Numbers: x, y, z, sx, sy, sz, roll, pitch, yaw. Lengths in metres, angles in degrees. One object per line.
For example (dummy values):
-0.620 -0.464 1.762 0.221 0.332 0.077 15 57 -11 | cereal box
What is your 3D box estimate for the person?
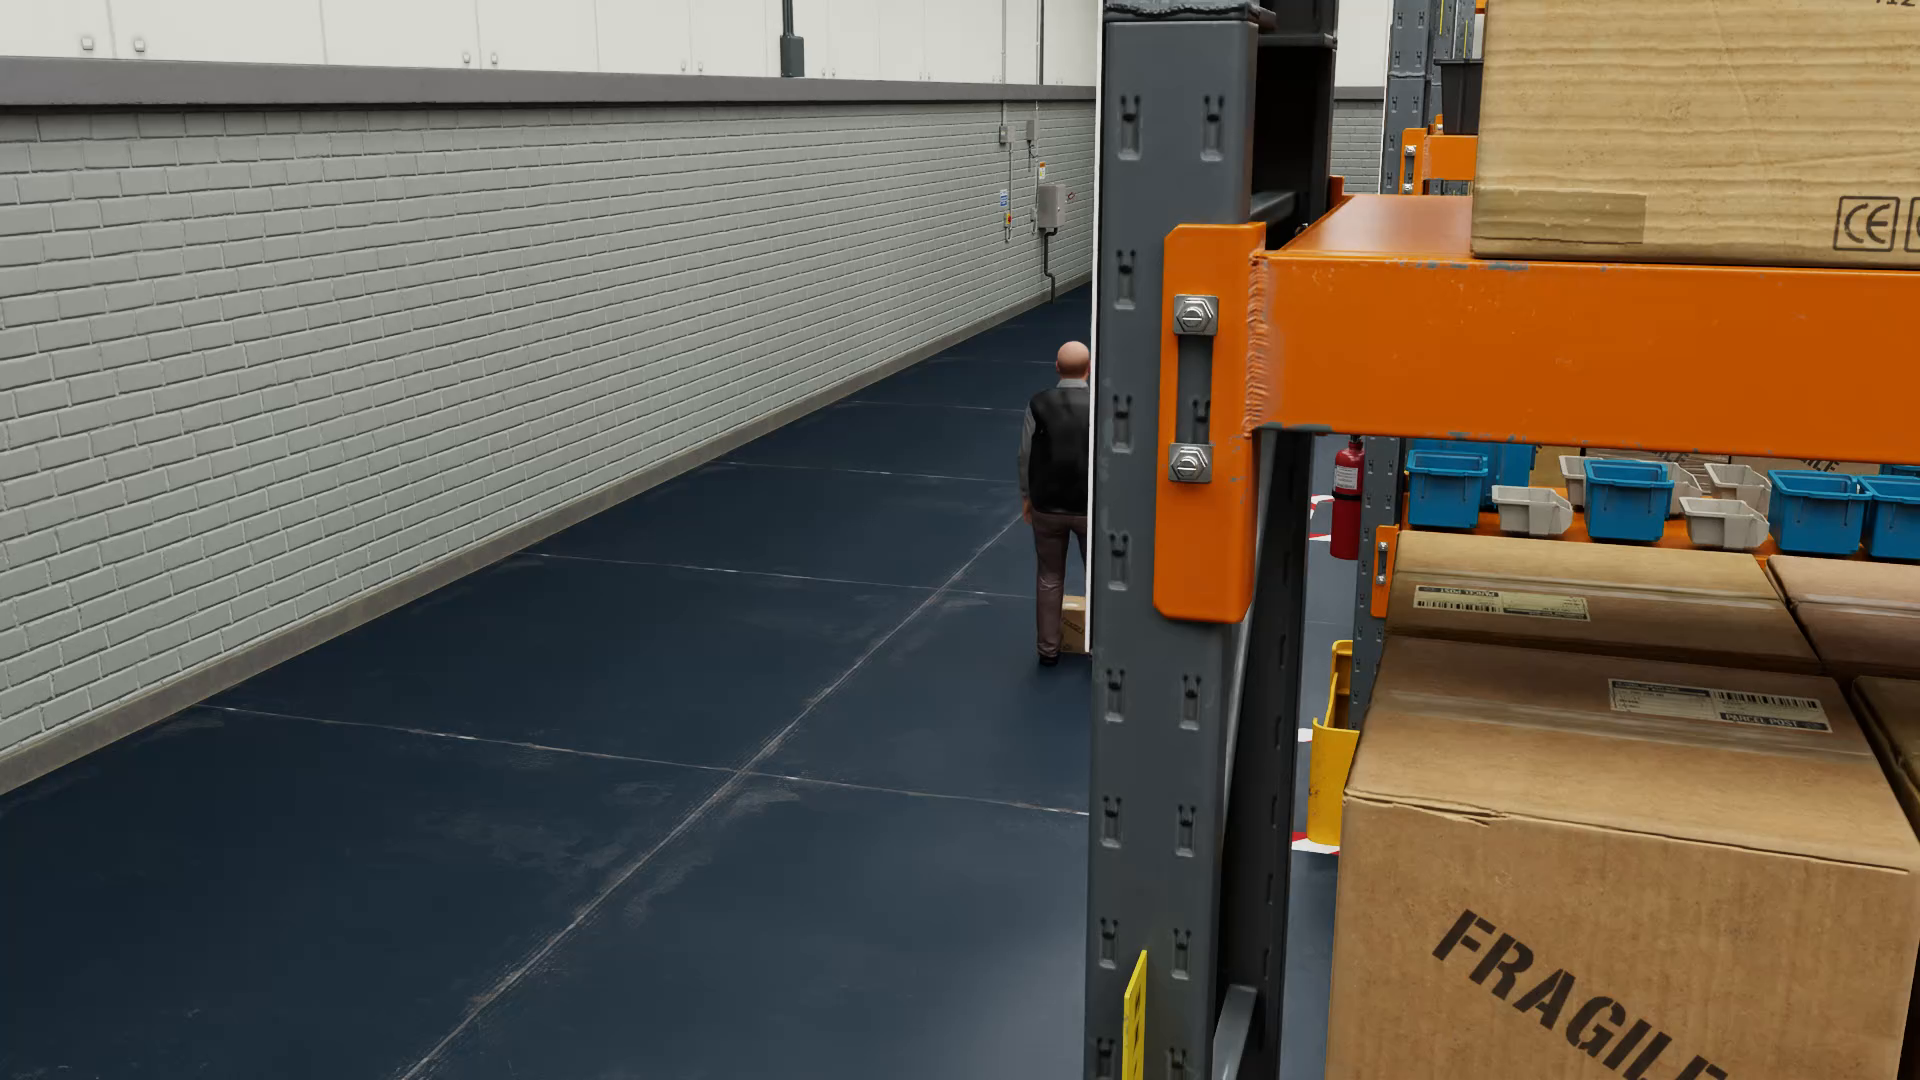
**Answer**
0.585 -0.171 8.706 0.575 1.720 0.420 4 15 14 | person
